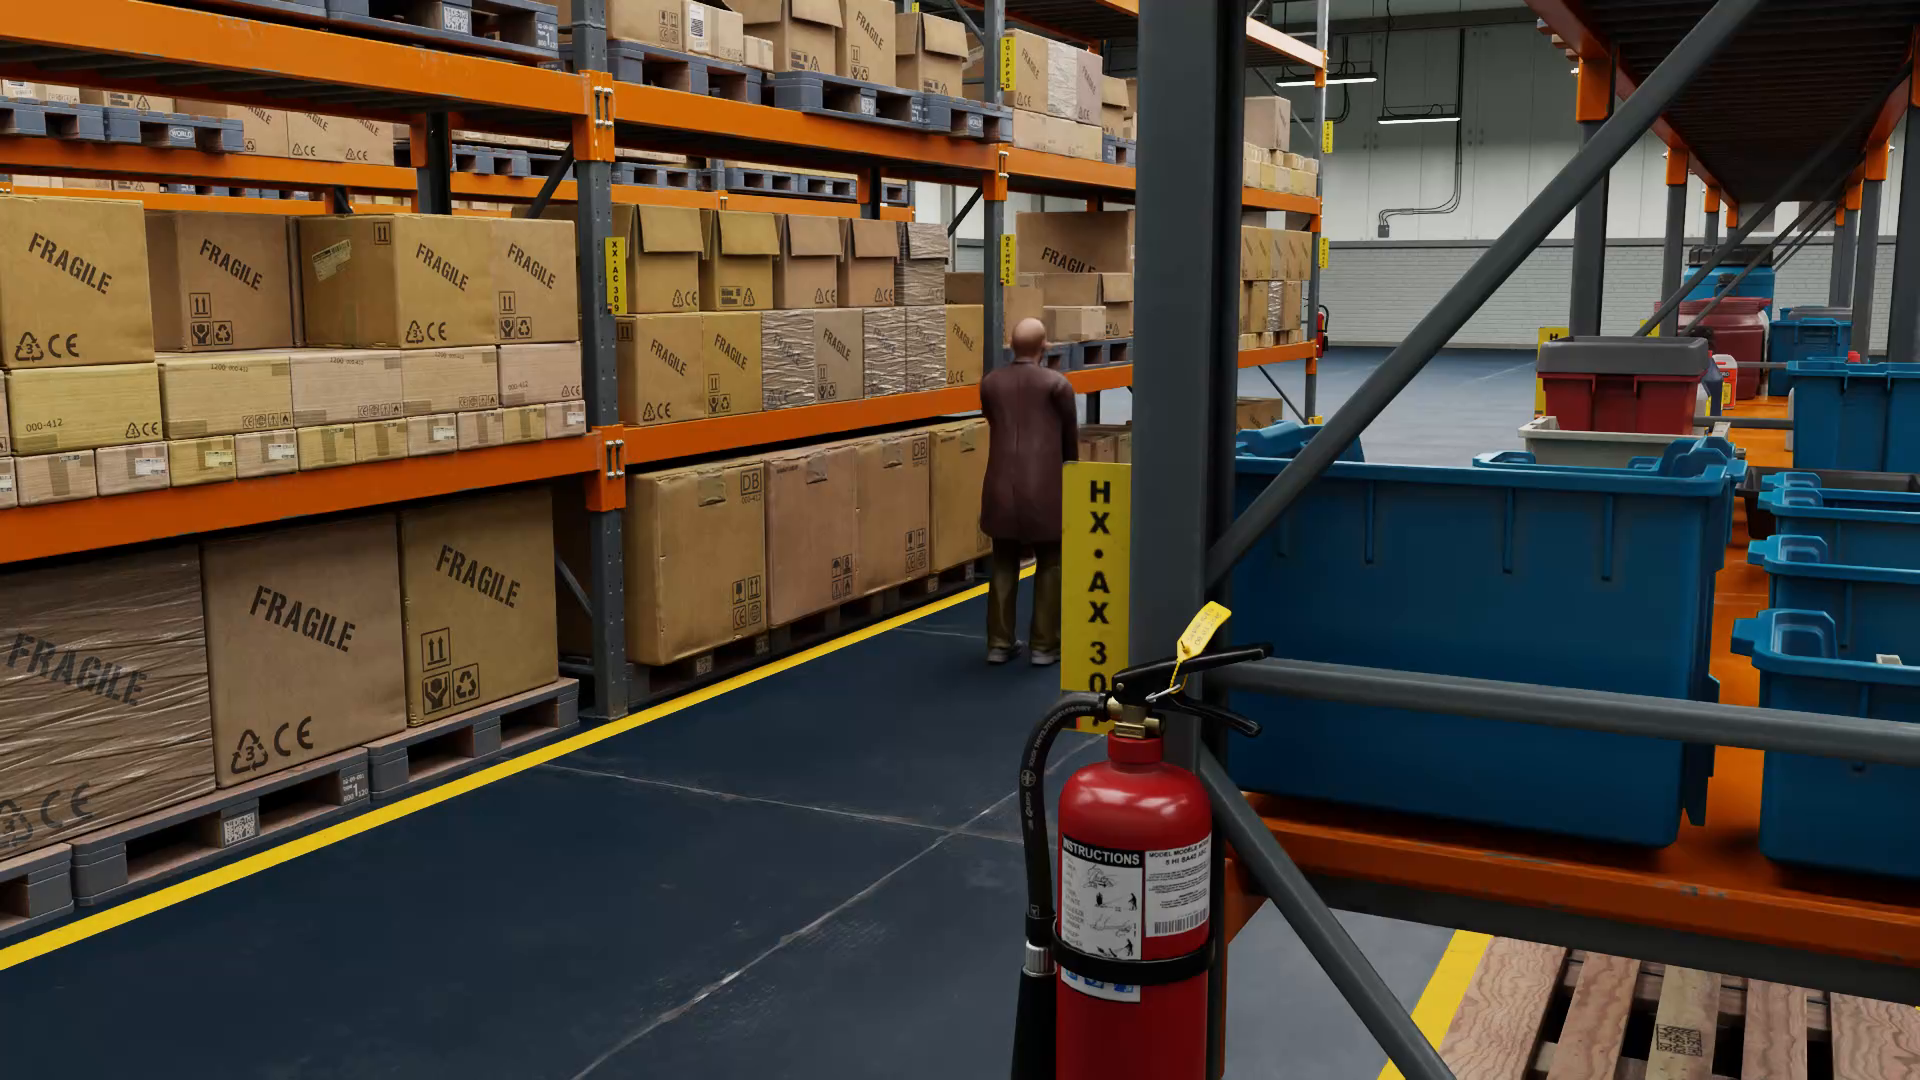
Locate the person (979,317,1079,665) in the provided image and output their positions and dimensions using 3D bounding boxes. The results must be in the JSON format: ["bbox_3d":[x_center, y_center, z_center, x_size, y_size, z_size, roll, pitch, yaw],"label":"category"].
[{"bbox_3d":[0.380,-0.258,8.592,0.527,1.774,0.573,4,10,25],"label":"person"}]
